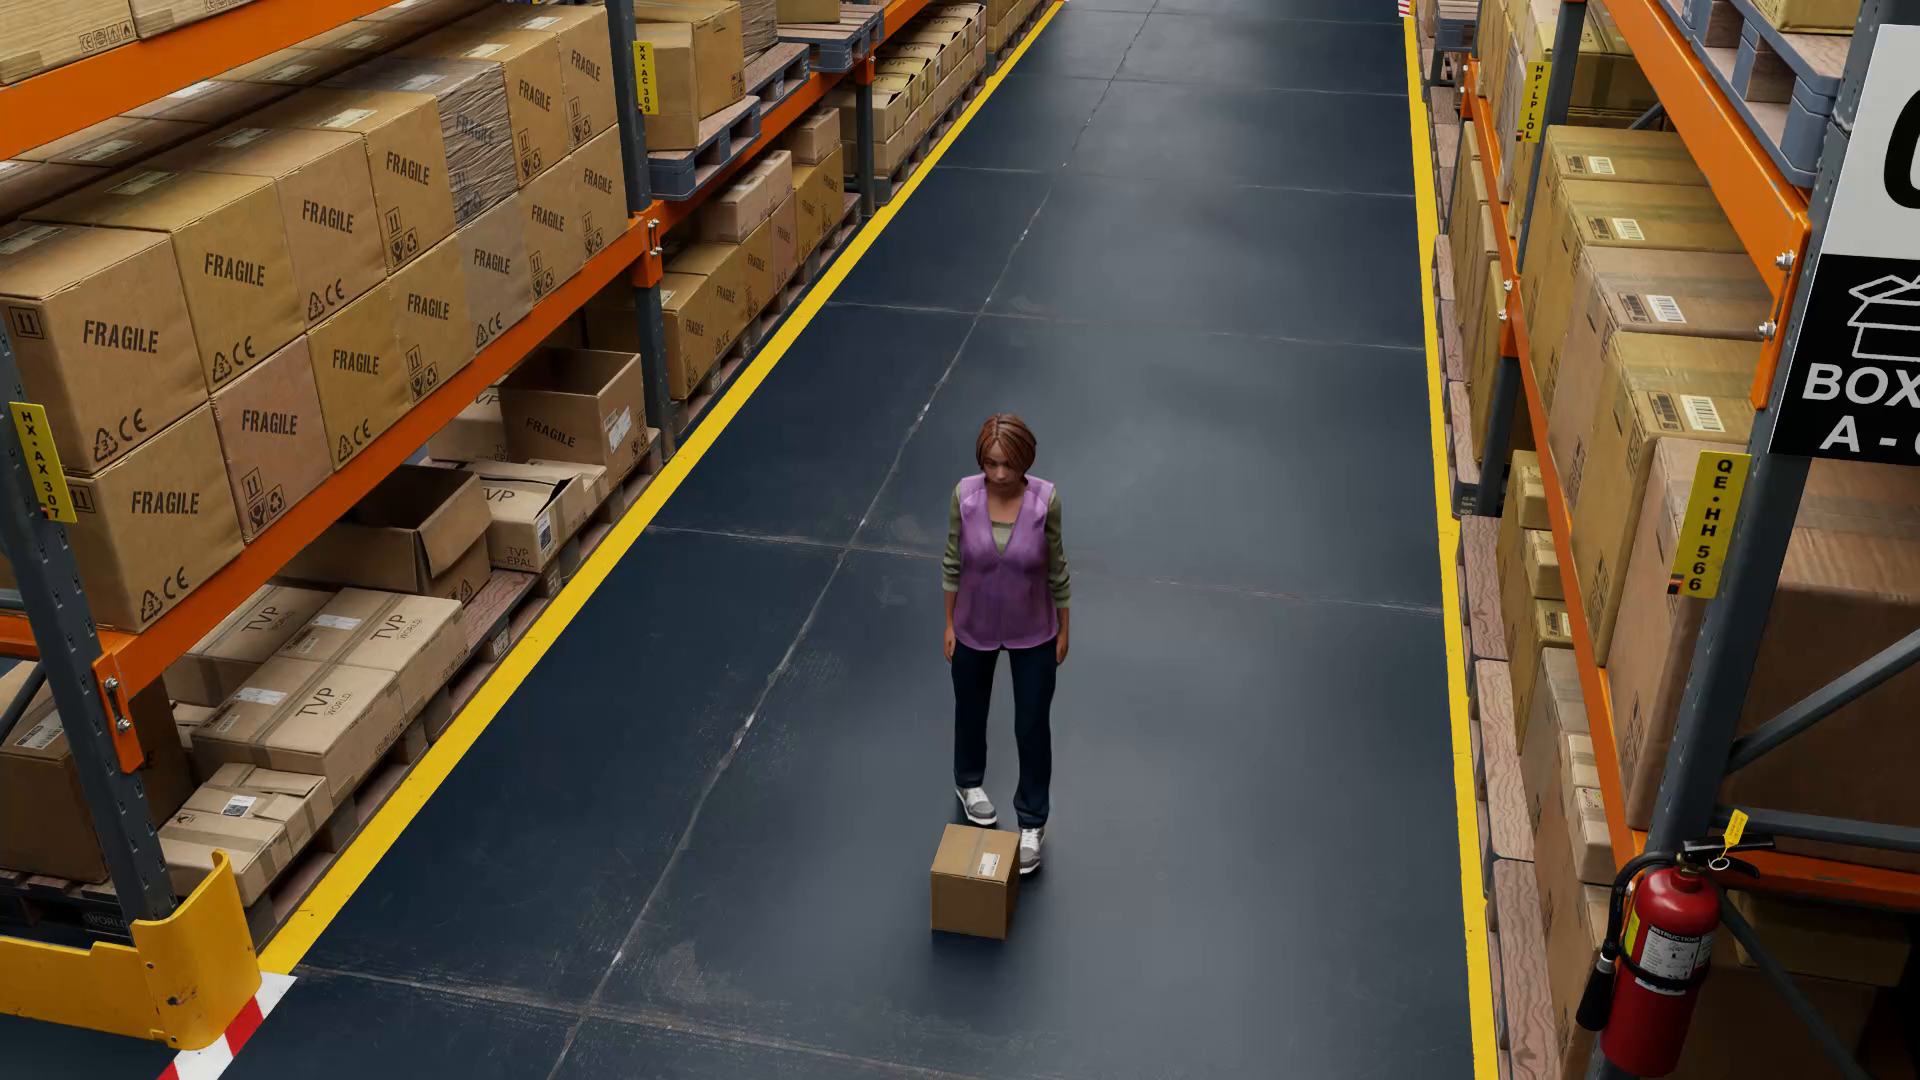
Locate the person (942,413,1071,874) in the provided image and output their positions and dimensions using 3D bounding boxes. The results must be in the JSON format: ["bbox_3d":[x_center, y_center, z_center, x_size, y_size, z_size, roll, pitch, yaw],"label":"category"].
[{"bbox_3d":[0.147,0.337,5.529,0.433,1.601,0.528,3,29,5],"label":"person"}]
